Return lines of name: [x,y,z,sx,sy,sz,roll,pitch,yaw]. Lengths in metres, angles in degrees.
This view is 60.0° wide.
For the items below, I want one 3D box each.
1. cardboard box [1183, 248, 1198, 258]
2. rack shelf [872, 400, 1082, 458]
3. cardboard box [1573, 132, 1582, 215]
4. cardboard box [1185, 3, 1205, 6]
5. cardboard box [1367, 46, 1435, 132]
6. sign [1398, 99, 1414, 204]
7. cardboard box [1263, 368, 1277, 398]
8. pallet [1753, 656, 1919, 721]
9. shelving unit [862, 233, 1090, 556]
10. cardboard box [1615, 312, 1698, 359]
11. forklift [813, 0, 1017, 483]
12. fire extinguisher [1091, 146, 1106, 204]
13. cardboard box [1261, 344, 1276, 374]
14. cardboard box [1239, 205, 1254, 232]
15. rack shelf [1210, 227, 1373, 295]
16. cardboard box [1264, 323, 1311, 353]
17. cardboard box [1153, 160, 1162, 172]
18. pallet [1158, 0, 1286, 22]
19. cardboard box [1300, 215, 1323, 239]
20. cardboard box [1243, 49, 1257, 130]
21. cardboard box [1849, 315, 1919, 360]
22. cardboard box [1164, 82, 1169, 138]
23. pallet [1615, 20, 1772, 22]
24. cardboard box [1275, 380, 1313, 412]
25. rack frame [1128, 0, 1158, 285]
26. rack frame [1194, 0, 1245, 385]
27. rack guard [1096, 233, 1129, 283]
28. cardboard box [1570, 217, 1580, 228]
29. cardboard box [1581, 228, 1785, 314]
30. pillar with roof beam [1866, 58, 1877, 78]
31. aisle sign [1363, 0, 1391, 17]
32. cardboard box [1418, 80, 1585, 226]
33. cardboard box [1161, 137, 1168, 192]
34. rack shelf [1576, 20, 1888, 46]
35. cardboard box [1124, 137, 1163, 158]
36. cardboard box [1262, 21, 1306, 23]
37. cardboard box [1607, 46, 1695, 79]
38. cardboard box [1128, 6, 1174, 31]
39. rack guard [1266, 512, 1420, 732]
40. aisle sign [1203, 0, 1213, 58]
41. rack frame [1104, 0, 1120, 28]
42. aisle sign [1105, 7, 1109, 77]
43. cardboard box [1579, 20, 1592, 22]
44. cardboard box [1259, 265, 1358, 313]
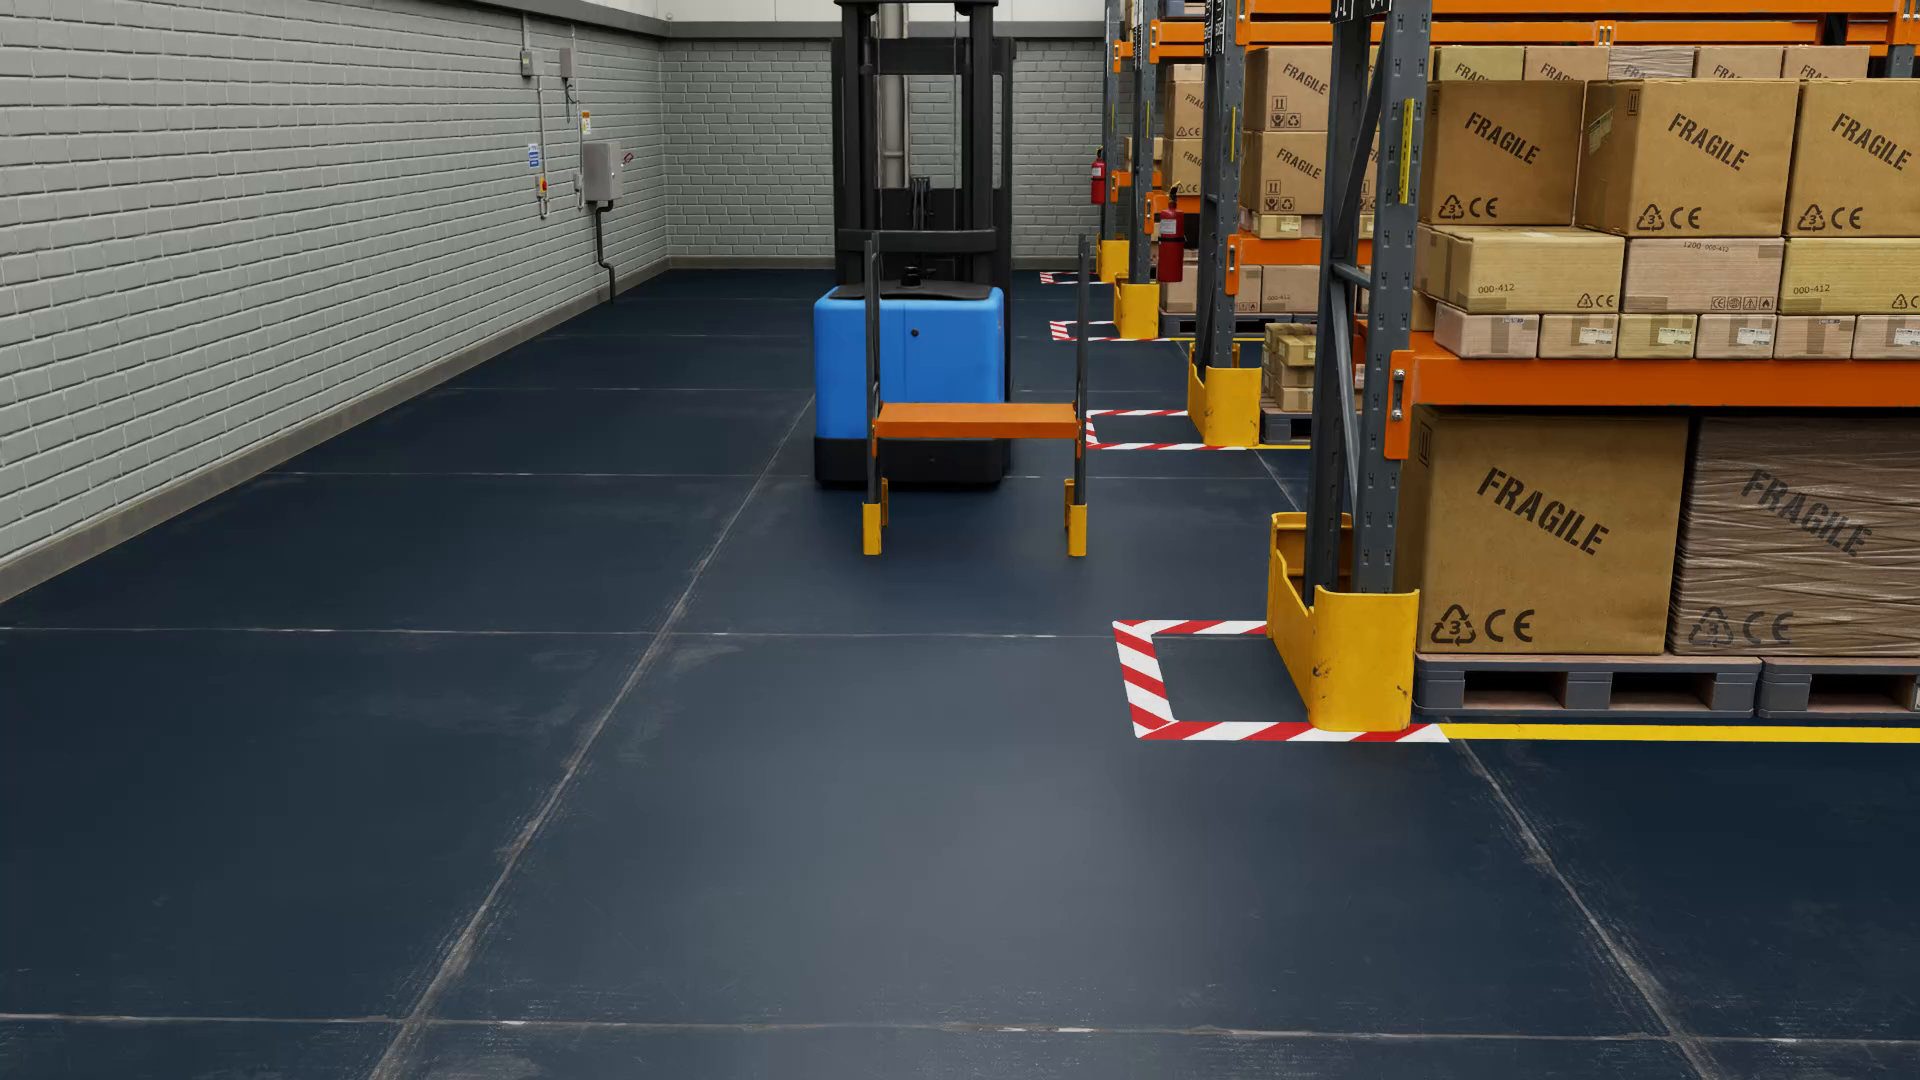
cardboard box: [2.857,-3.506,20.515,0.250,0.149,0.380,0,15,-1]
rack shelf: [0.085,-0.551,8.192,1.000,0.185,0.538,0,15,1]
cardboard box: [3.652,-2.307,10.426,0.500,0.500,0.500,0,15,0]
cardboard box: [2.769,-6.411,19.610,0.500,0.250,0.500,0,15,1]
cardboard box: [2.622,-2.797,10.323,0.500,0.500,0.500,1,15,3]
sign: [1.428,-1.245,5.326,0.005,0.325,0.100,0,15,1]
cardboard box: [2.207,-1.068,11.273,0.250,0.149,0.380,1,15,2]
pallet: [3.466,0.413,6.362,1.213,0.211,1.003,0,15,1]
shelving unit: [0.076,-0.725,8.147,1.083,1.500,0.587,0,15,1]
cardboard box: [2.307,-0.719,5.676,0.250,0.149,0.380,0,15,0]
forklift: [-0.210,-2.057,10.392,1.130,2.935,3.031,1,15,3]
fire extinguisher: [1.665,-4.388,19.974,0.183,0.674,0.296,0,15,1]
cardboard box: [2.211,-1.231,11.310,0.250,0.149,0.380,0,15,0]
cardboard box: [2.009,-2.142,11.072,0.250,0.149,0.380,0,15,1]
rack shelf: [3.675,-1.833,10.817,4.000,0.370,1.077,0,15,1]
cardboard box: [2.212,-1.367,11.241,0.250,0.149,0.380,1,15,2]
cardboard box: [2.401,-4.539,20.157,0.250,0.149,0.380,1,15,3]
pallet: [2.443,-4.862,15.182,1.213,0.211,1.003,0,15,1]
cardboard box: [2.247,-1.995,10.516,0.250,0.149,0.380,1,15,3]
cardboard box: [2.140,-2.930,10.826,0.500,0.500,0.500,0,15,0]
cardboard box: [3.080,-0.714,5.658,0.250,0.149,0.380,0,15,1]
cardboard box: [2.189,-4.046,15.640,0.500,0.500,0.500,1,15,3]
pallet: [6.618,-4.795,15.130,1.217,0.209,0.805,0,15,-1]
cardboard box: [2.191,-0.933,10.762,0.250,0.149,0.380,1,15,3]
rack frame: [1.701,-3.457,15.562,0.127,3.000,1.000,0,15,1]
rack frame: [1.676,-2.194,10.775,0.127,3.000,1.000,0,15,1]
rack guard: [1.900,-3.513,20.677,0.348,0.500,1.175,0,15,1]
cardboard box: [2.446,-1.062,6.196,0.500,0.250,0.500,0,15,0]
cardboard box: [2.441,-0.927,5.685,0.500,0.250,0.500,0,15,1]
pillar with roof beam: [11.038,-6.695,16.075,0.400,9.000,9.100,0,15,1]
aisle sign: [1.369,-2.110,5.363,0.004,0.787,0.394,0,15,1]
cardboard box: [1.942,-1.427,6.110,0.500,0.500,0.500,1,15,2]
cardboard box: [2.190,-3.569,15.793,0.500,0.500,0.500,0,15,2]
rack shelf: [7.699,-4.520,15.123,4.000,0.370,1.077,0,15,1]
cardboard box: [2.291,-4.859,20.586,0.500,0.250,0.500,1,15,3]
cardboard box: [3.799,-6.170,19.676,0.500,0.250,0.500,0,15,1]
cardboard box: [4.170,-2.786,10.282,0.500,0.500,0.500,1,15,3]
cardboard box: [2.261,-6.172,19.683,0.500,0.250,0.500,0,15,1]
rack guard: [1.424,0.279,6.302,0.348,0.500,1.175,0,15,1]
aisle sign: [1.611,-3.528,10.735,0.004,0.787,0.394,0,15,1]
rack frame: [1.824,-7.623,19.595,0.127,3.000,1.000,0,15,1]
aisle sign: [1.749,-5.905,19.746,0.004,0.787,0.394,0,15,1]
cardboard box: [7.428,-6.307,19.959,0.250,0.149,0.380,0,15,2]
cardboard box: [3.279,-2.438,15.901,0.875,0.438,0.875,1,15,3]
